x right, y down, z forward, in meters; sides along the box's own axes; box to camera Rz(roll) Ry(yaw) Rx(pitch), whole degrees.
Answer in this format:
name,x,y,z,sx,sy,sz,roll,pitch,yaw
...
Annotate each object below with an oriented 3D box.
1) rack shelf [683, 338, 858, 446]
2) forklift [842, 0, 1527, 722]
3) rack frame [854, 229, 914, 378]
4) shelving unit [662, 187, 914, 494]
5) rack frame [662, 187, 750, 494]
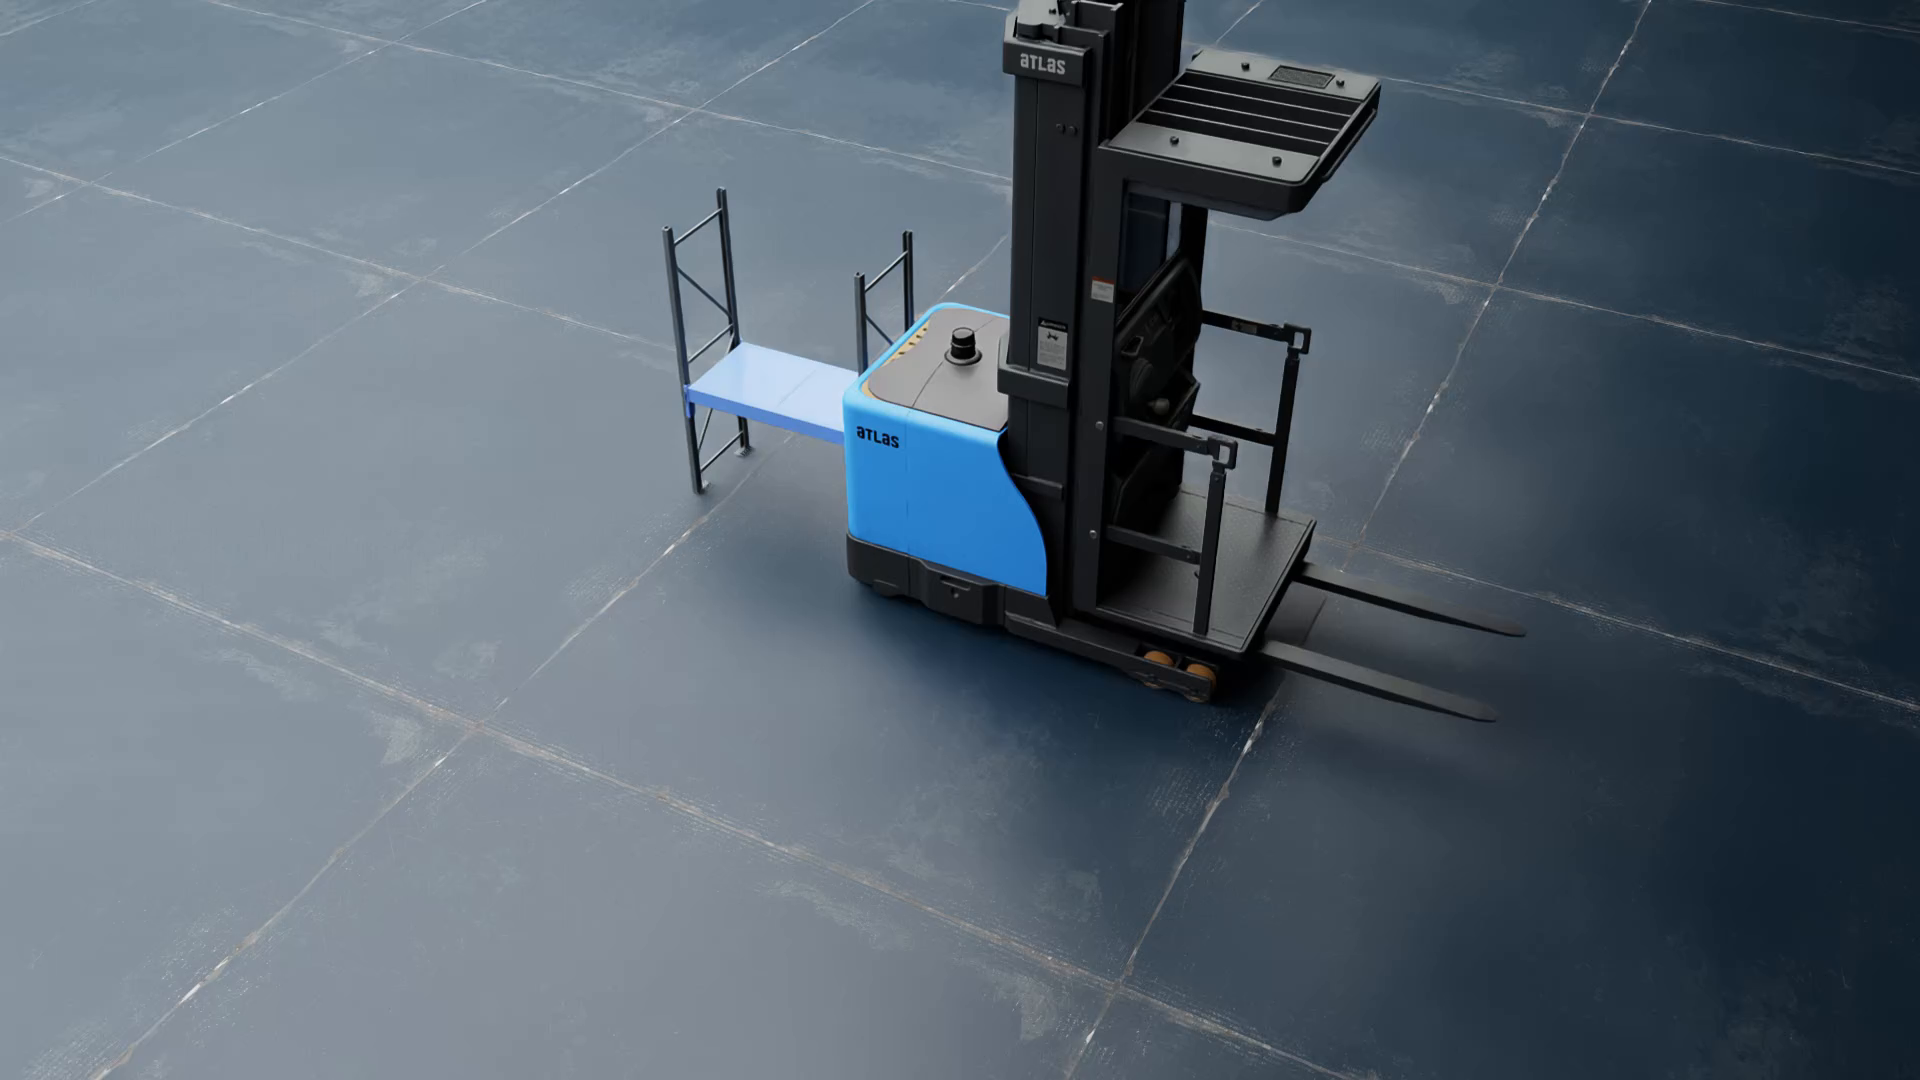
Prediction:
name,x,y,z,sx,sy,sz,roll,pitch,yaw
rack shelf,-0.799,-0.691,8.238,1.000,0.185,0.538,17,40,21
forklift,1.015,-0.822,6.929,3.031,2.935,1.130,17,40,21
rack frame,-0.344,-0.698,7.949,0.032,1.500,0.500,17,40,21
shelving unit,-0.799,-0.835,8.129,1.048,1.500,0.538,17,40,21
rack frame,-1.255,-0.971,8.308,0.032,1.500,0.500,17,40,21
